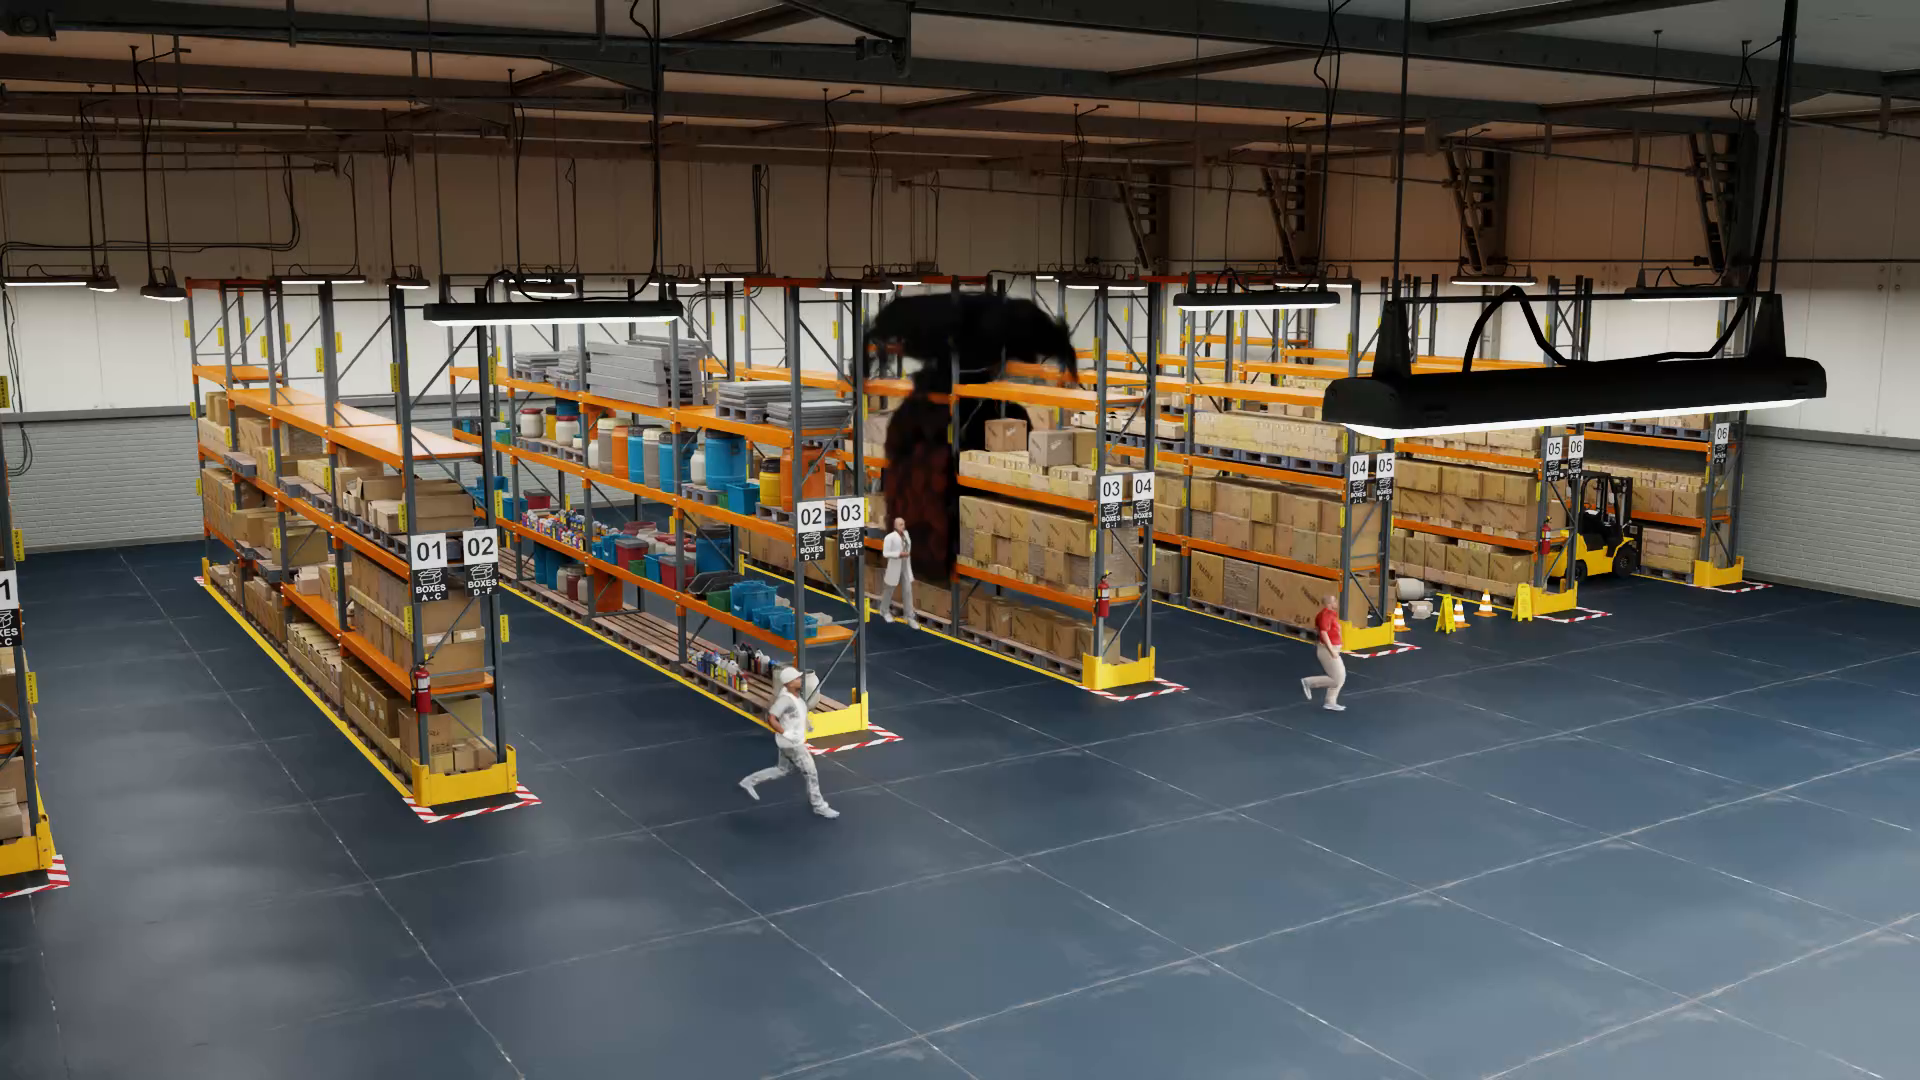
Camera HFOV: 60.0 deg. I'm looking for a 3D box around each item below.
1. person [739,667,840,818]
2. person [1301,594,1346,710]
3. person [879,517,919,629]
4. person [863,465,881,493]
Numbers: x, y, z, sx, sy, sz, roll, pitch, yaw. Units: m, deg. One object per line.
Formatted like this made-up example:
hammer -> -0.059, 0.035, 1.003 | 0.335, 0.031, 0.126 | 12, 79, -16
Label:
person -> -1.962, 2.318, 19.016 | 1.142, 1.773, 0.650 | -2, 10, -10
person -> 5.167, 1.596, 23.560 | 0.659, 1.686, 0.683 | 1, 10, 6
person -> -1.031, 0.532, 27.719 | 0.654, 1.844, 0.909 | -7, 12, -35
person -> -2.105, -1.559, 41.850 | 0.972, 1.765, 0.699 | -9, 13, -42
